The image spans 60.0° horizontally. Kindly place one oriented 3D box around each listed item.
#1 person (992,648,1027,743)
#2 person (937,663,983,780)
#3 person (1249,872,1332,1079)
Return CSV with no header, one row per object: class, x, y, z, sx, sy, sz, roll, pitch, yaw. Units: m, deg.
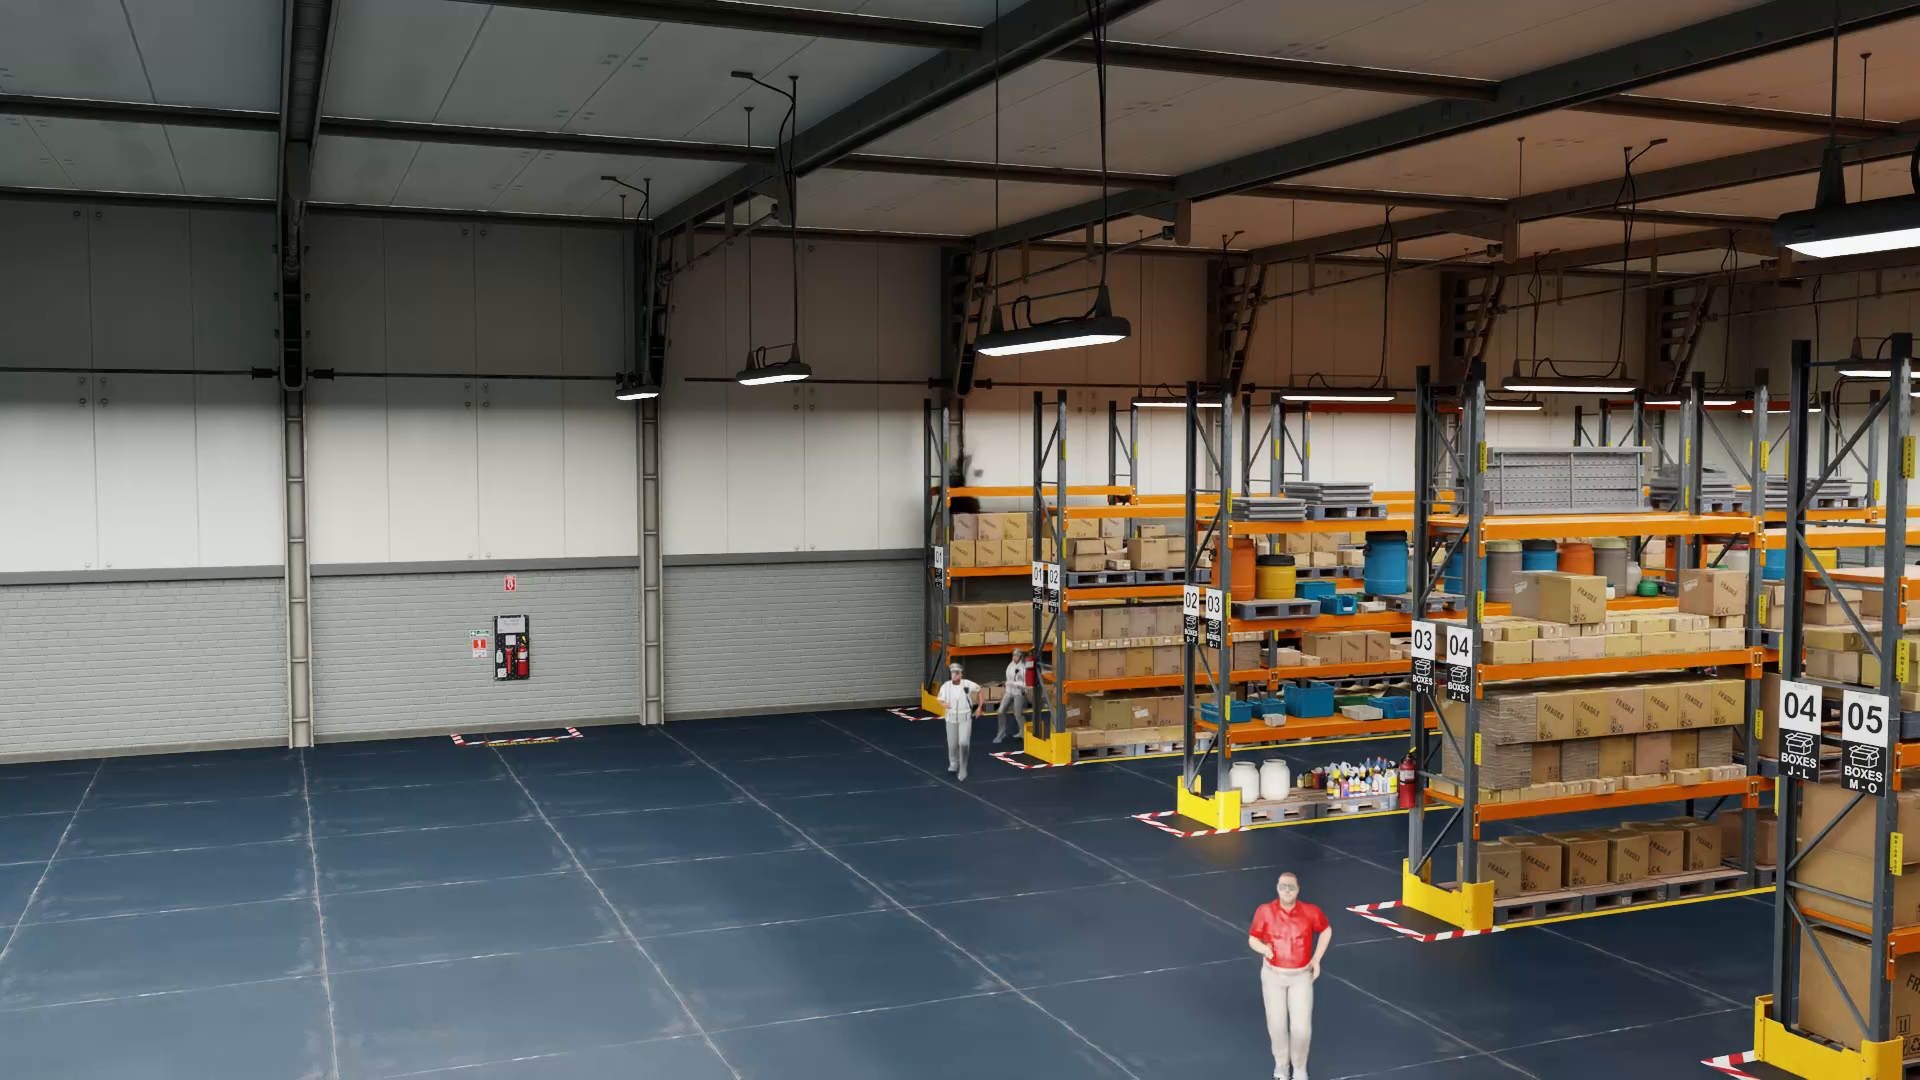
person,0.980,2.675,28.582,0.663,1.705,0.707,3,5,44
person,-0.008,2.779,25.561,0.679,1.802,0.885,0,3,8
person,2.616,3.540,13.257,0.643,1.752,0.676,1,3,16
